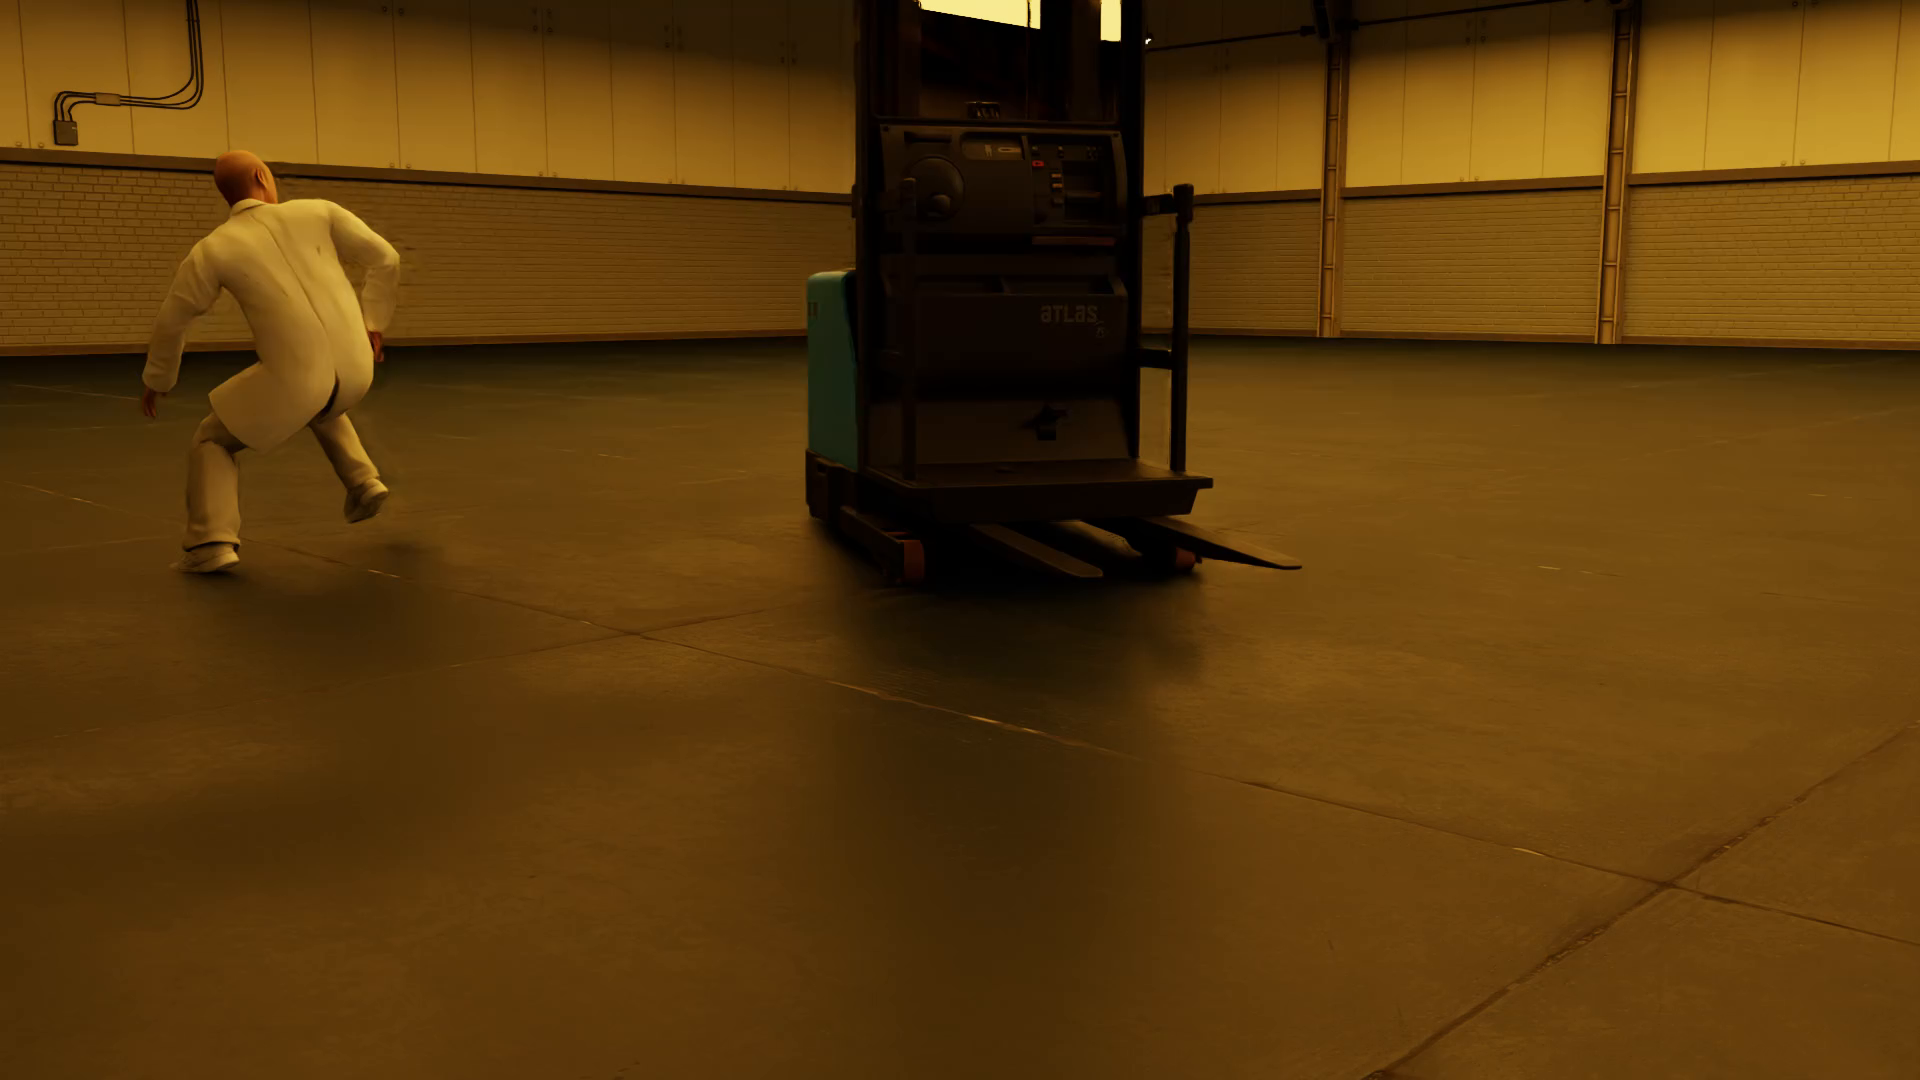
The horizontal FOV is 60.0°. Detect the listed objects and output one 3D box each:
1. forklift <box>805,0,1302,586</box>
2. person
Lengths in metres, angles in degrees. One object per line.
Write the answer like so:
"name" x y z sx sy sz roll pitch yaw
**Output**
"forklift" 0.226 -1.356 5.881 1.130 2.935 3.031 -2 9 -16
"person" -2.548 -0.655 6.187 0.846 1.553 0.675 -8 12 -44
